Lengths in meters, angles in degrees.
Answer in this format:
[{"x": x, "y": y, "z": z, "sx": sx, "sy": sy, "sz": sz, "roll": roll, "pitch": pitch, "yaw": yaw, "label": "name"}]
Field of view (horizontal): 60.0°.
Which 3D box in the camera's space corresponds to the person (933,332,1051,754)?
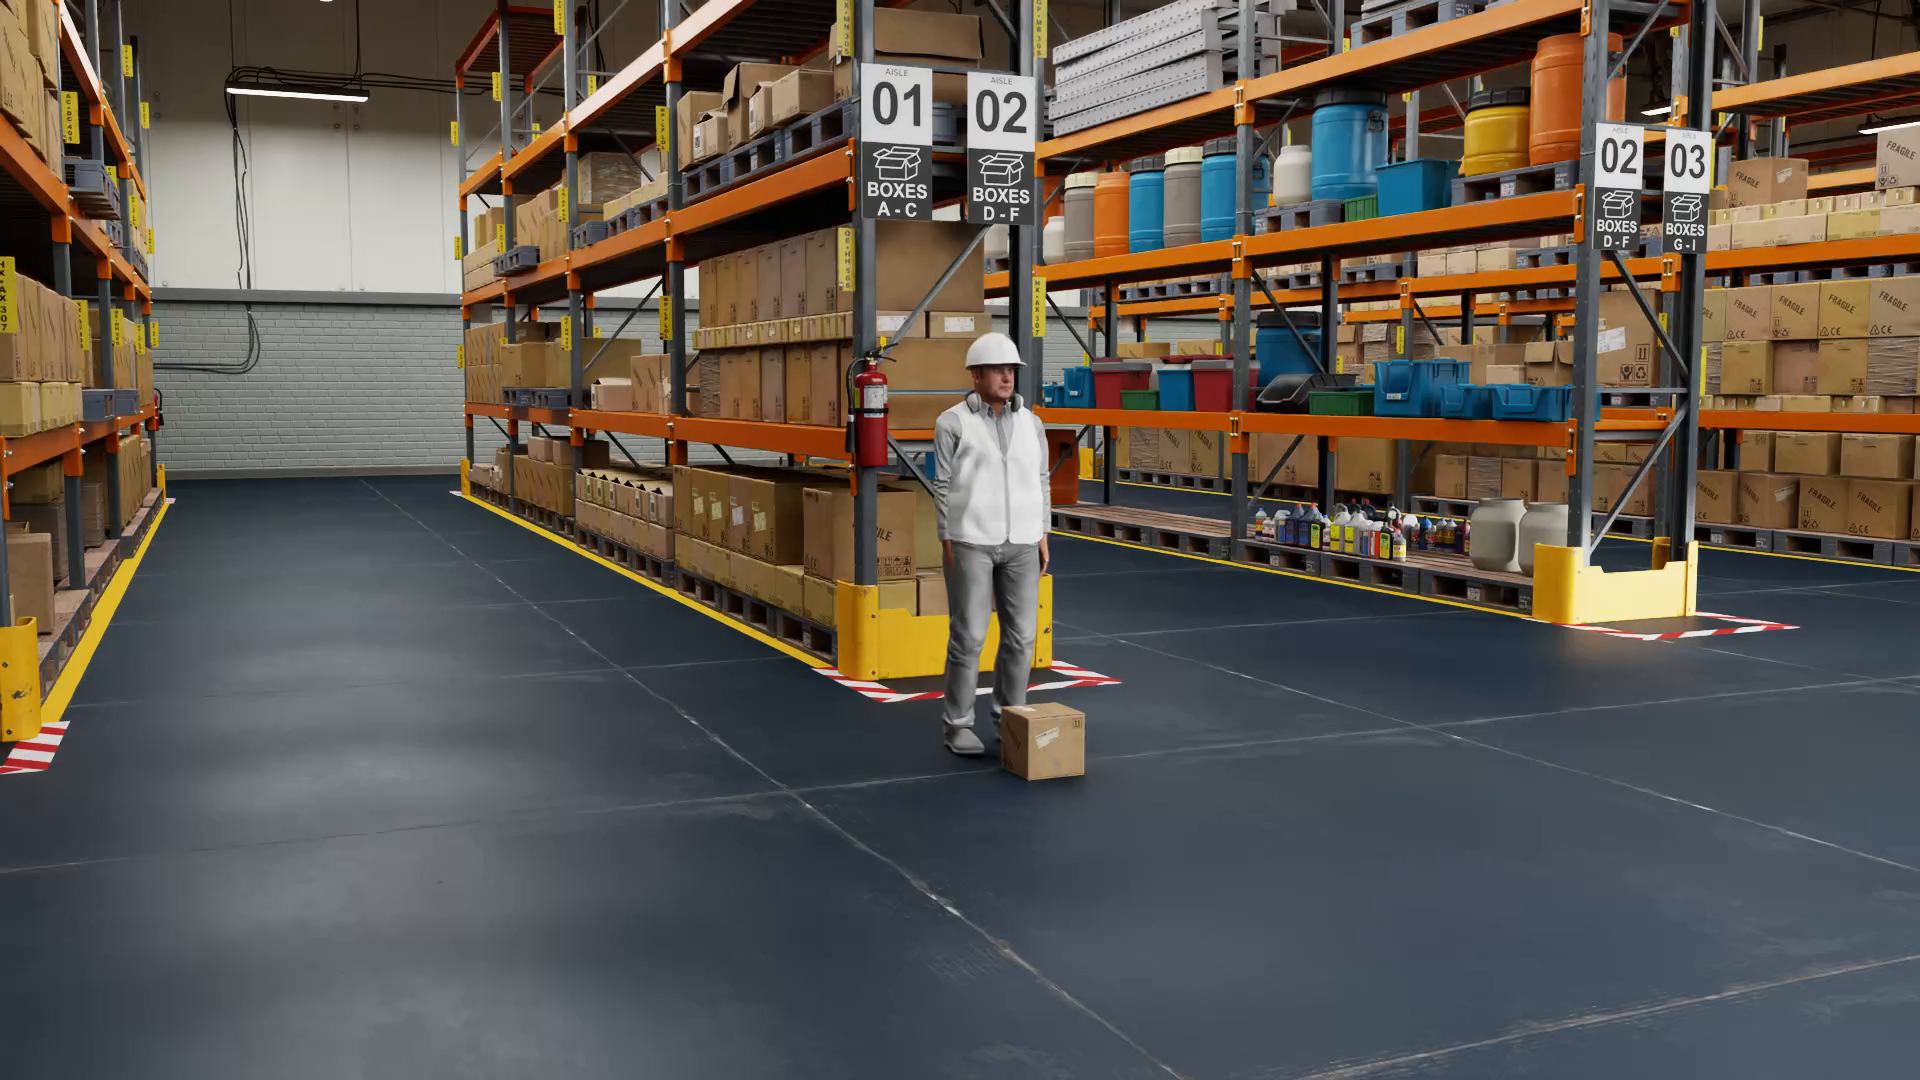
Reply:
[{"x": 0.150, "y": 0.015, "z": 7.038, "sx": 0.532, "sy": 1.778, "sz": 0.360, "roll": -2, "pitch": 6, "yaw": -22, "label": "person"}]
